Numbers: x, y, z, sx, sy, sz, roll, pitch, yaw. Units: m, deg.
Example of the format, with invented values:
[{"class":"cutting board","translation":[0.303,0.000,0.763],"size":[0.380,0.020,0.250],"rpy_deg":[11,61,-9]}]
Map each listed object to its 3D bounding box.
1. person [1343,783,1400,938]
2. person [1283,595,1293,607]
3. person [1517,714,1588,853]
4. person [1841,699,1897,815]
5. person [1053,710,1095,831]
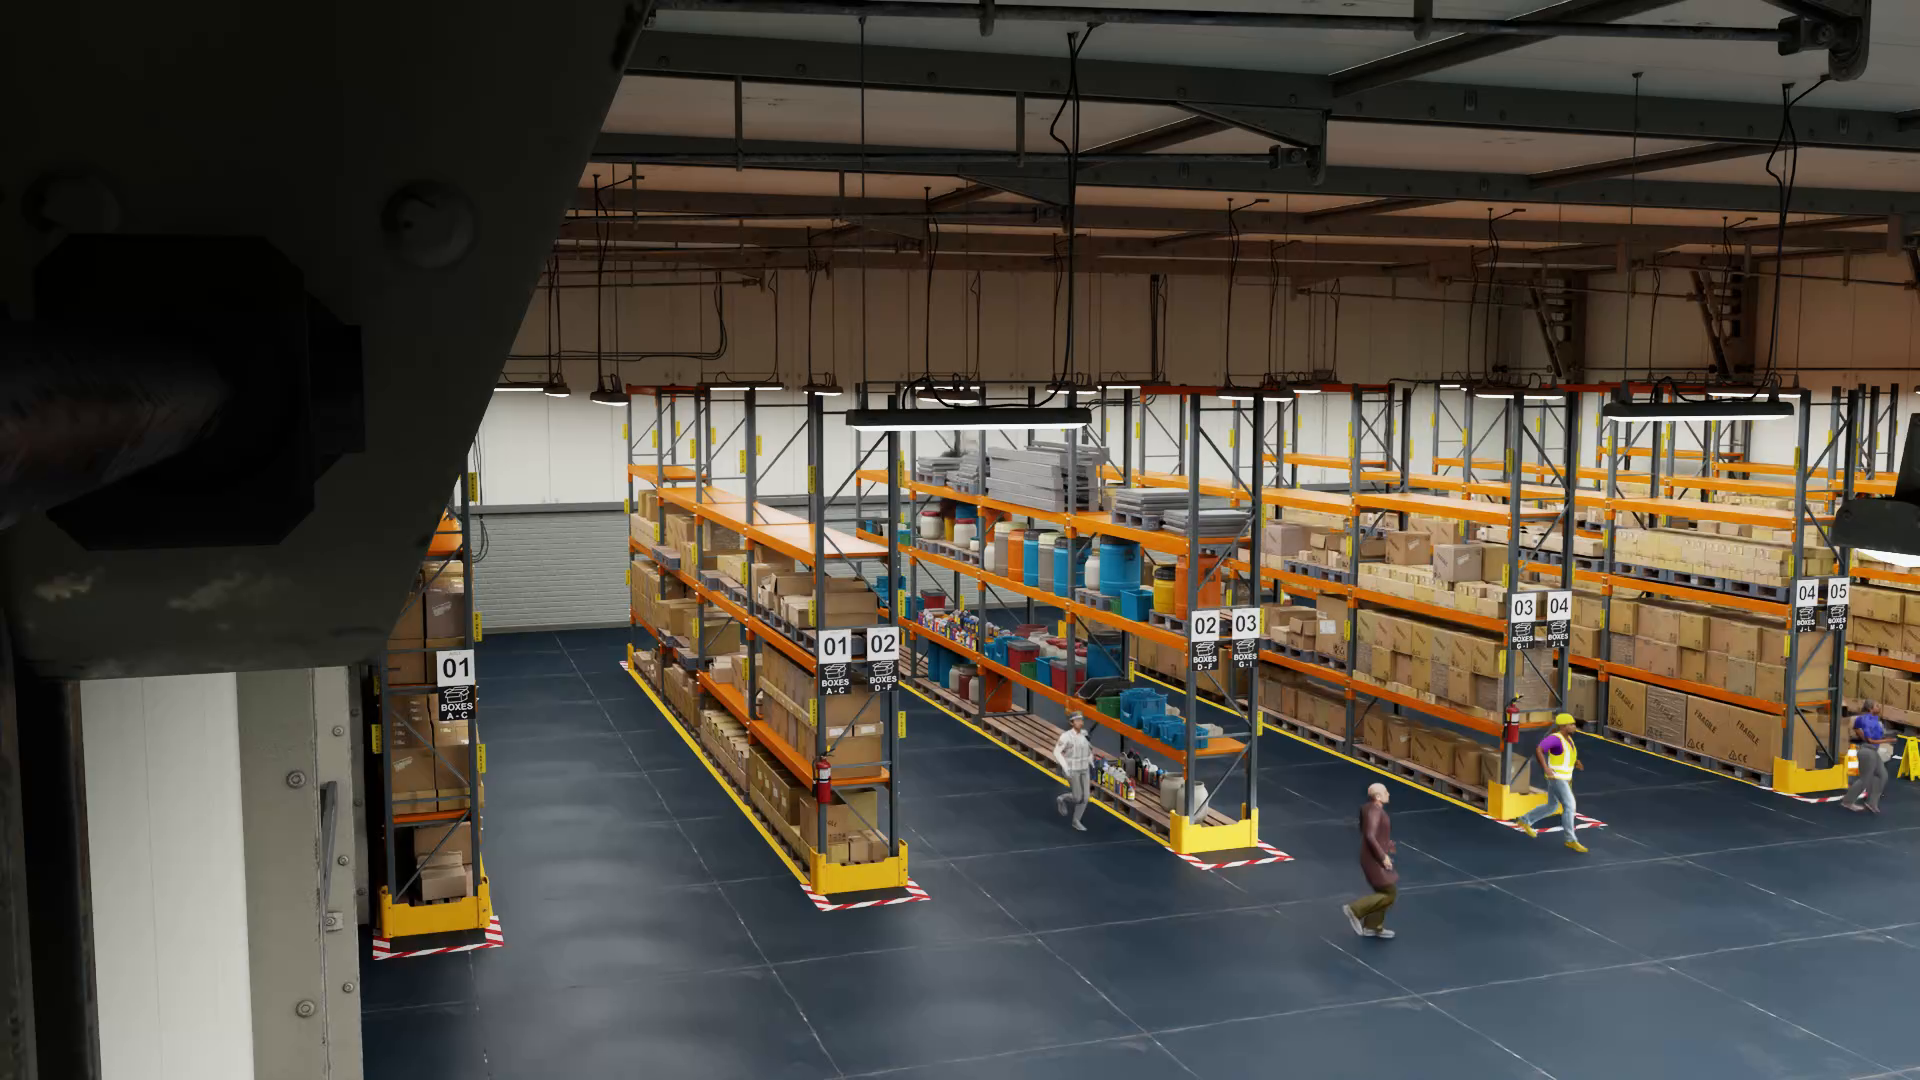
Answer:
[{"class":"person","translation":[4.602,3.560,18.507],"size":[0.572,1.749,0.731],"rpy_deg":[0,6,3]},{"class":"person","translation":[6.589,1.978,33.748],"size":[0.653,1.750,0.720],"rpy_deg":[-3,7,-28]},{"class":"person","translation":[7.954,3.174,22.138],"size":[0.967,1.742,0.736],"rpy_deg":[4,7,34]},{"class":"person","translation":[12.921,3.098,23.619],"size":[0.658,1.714,0.568],"rpy_deg":[3,7,30]},{"class":"person","translation":[1.595,3.152,22.922],"size":[0.615,1.657,0.555],"rpy_deg":[-3,7,-30]}]
